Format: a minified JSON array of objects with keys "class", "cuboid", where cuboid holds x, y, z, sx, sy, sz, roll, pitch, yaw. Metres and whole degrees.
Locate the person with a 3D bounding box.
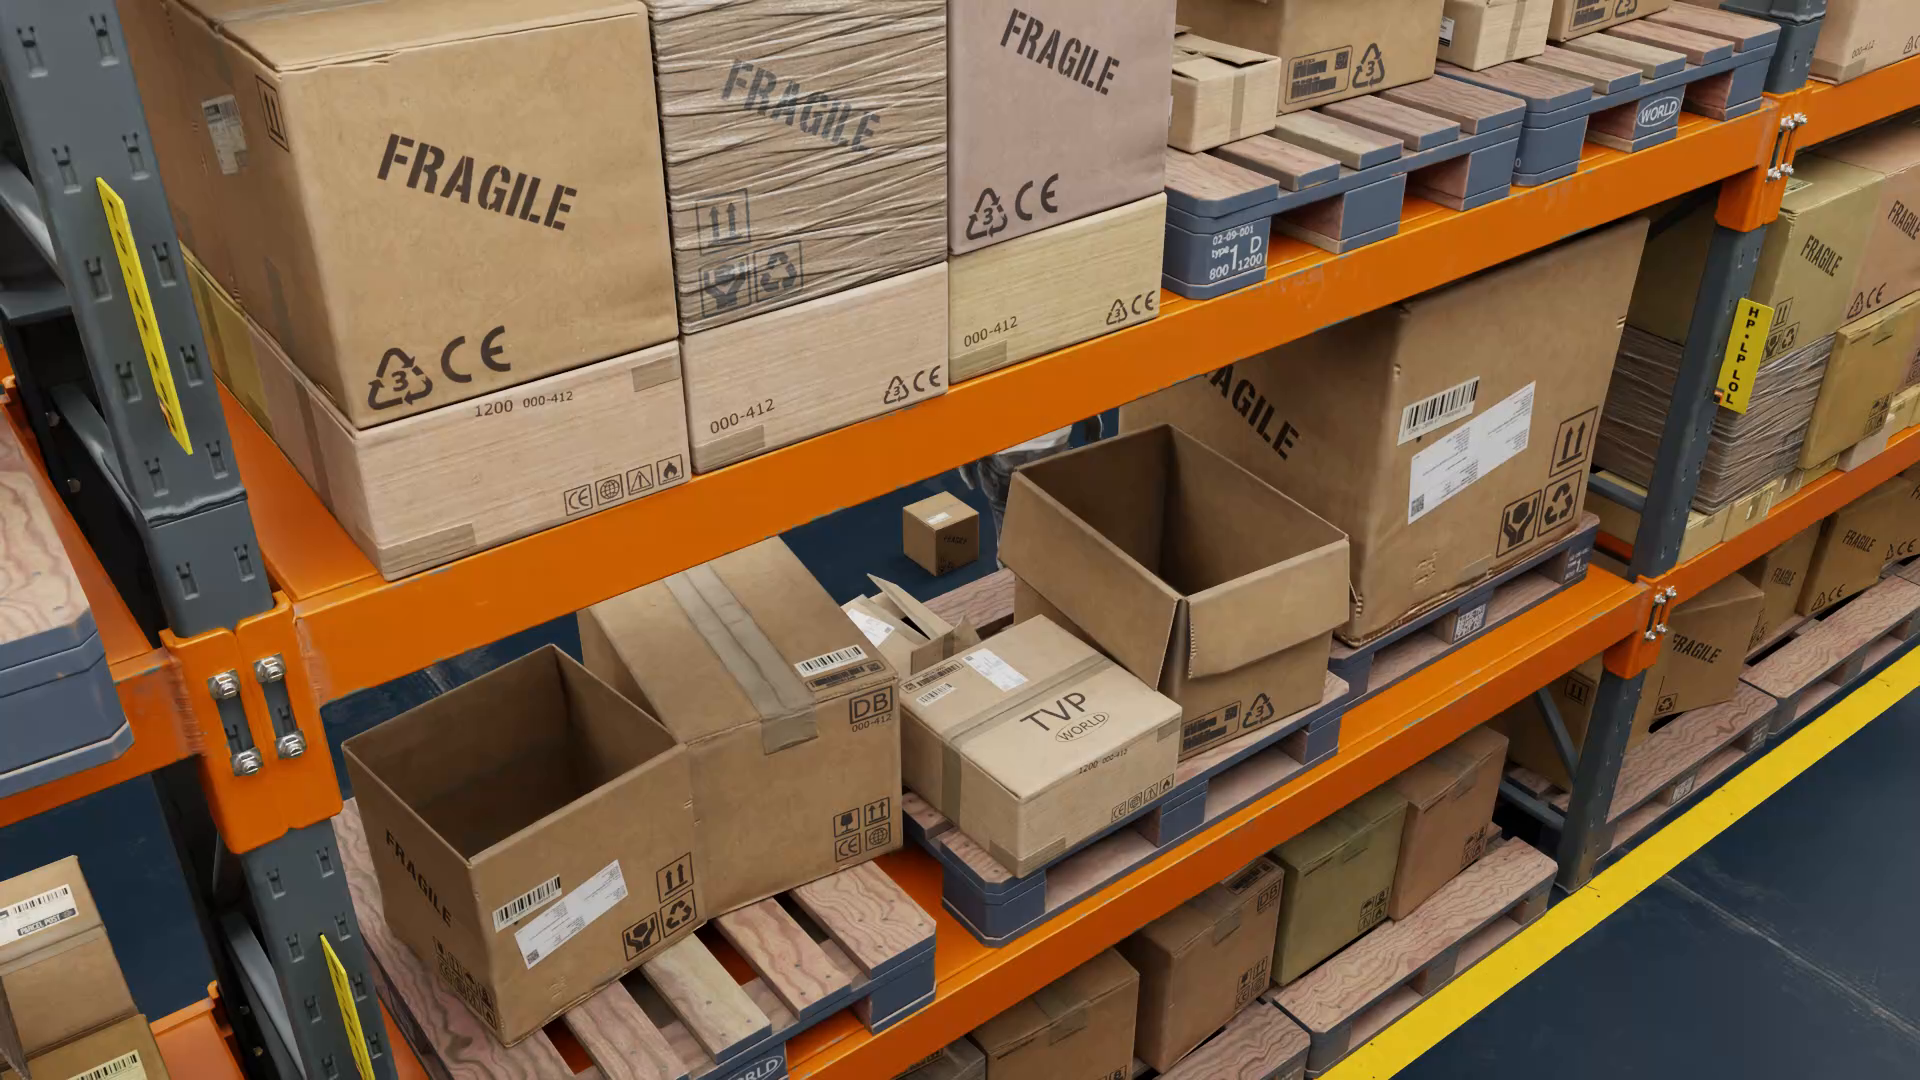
[{"class":"person","cuboid":[0.290,-0.422,6.802,0.647,1.770,0.898,-4,32,-6]}]
